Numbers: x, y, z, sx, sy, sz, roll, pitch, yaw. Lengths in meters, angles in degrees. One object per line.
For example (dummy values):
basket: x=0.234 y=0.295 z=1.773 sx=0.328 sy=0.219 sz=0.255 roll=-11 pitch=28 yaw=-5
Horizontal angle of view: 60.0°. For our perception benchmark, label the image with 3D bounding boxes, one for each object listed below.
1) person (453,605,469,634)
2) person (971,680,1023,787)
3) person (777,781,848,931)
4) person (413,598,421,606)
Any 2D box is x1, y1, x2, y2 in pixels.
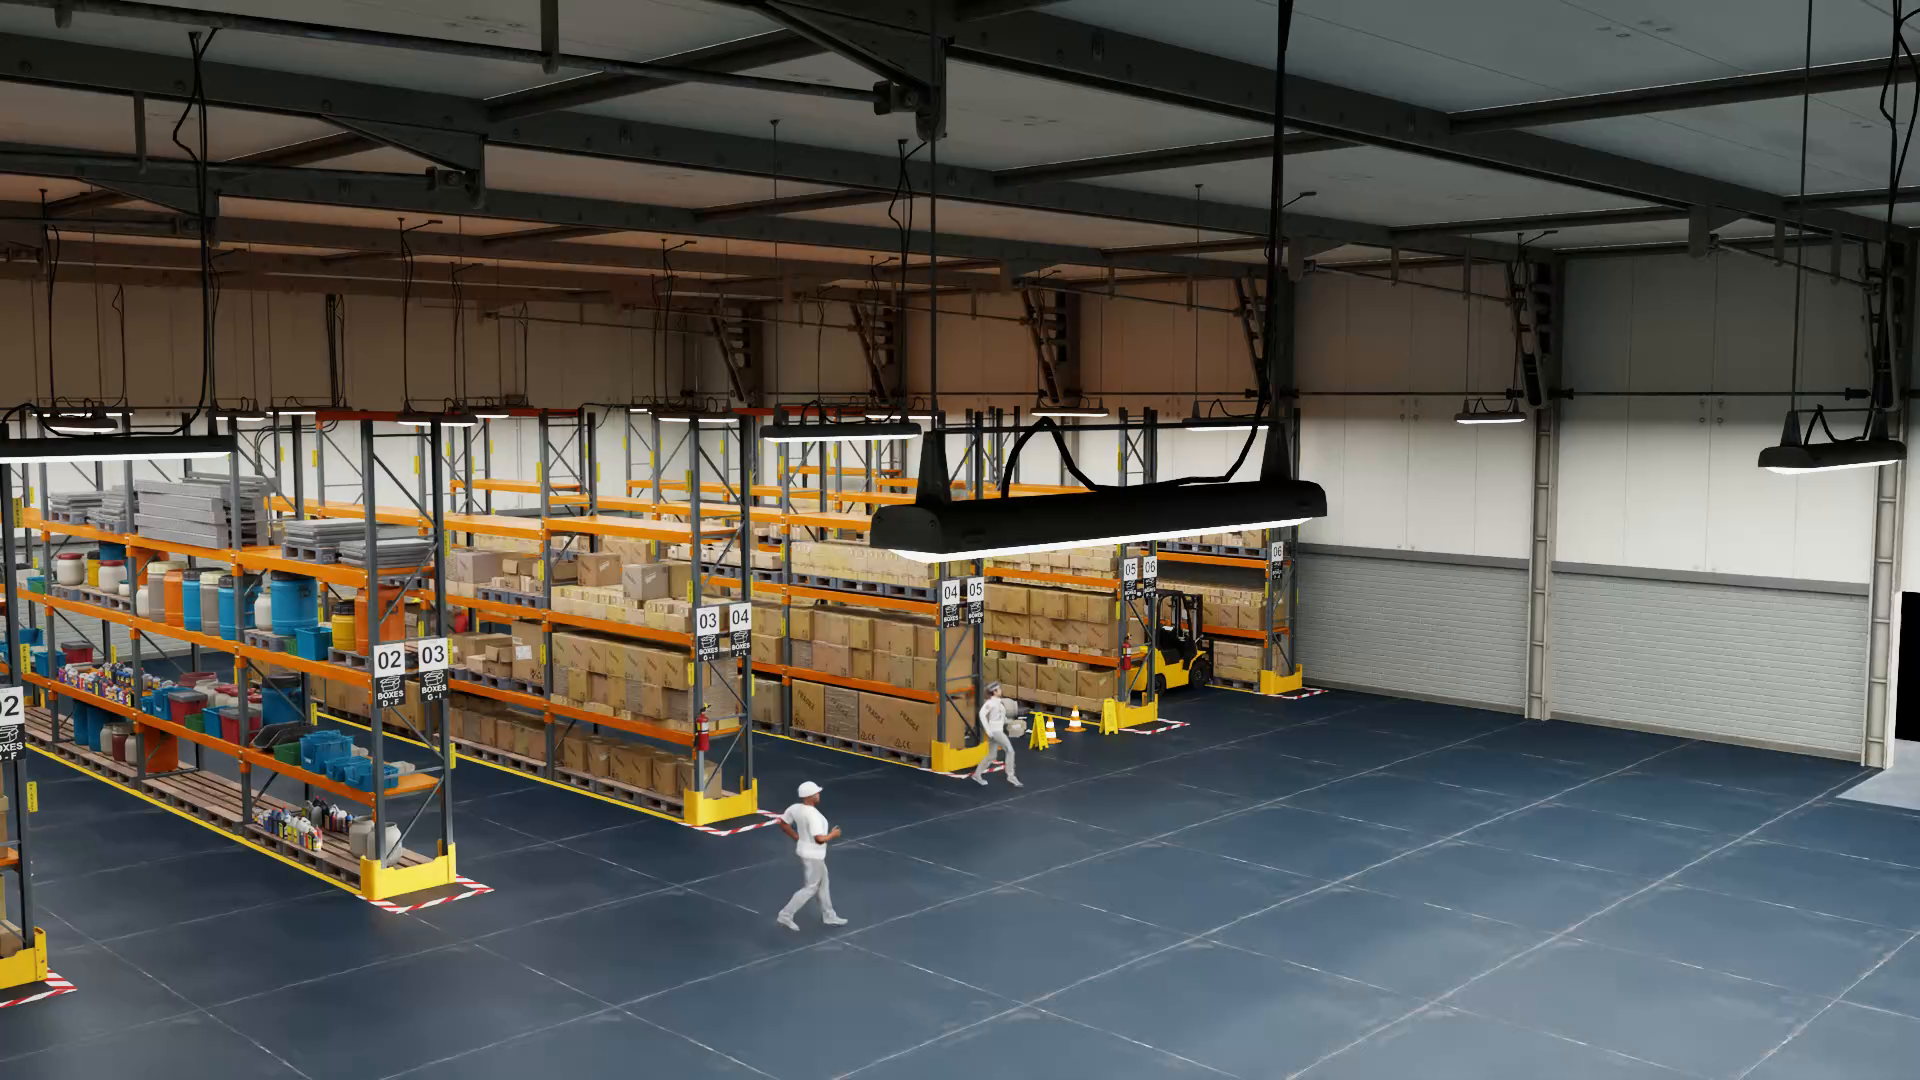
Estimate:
person: x=-10.953 y=2.233 z=36.288 sx=0.665 sy=1.725 sz=0.942 roll=-5 pitch=7 yaw=-44
person: x=0.607 y=3.112 z=26.815 sx=0.815 sy=1.689 sz=0.600 roll=0 pitch=5 yaw=0
person: x=-1.727 y=3.693 z=19.450 sx=0.917 sy=1.765 sz=0.701 roll=-2 pitch=6 yaw=-24
person: x=-12.268 y=2.147 z=37.542 sx=0.788 sy=1.723 sz=0.645 roll=-2 pitch=6 yaw=-26
